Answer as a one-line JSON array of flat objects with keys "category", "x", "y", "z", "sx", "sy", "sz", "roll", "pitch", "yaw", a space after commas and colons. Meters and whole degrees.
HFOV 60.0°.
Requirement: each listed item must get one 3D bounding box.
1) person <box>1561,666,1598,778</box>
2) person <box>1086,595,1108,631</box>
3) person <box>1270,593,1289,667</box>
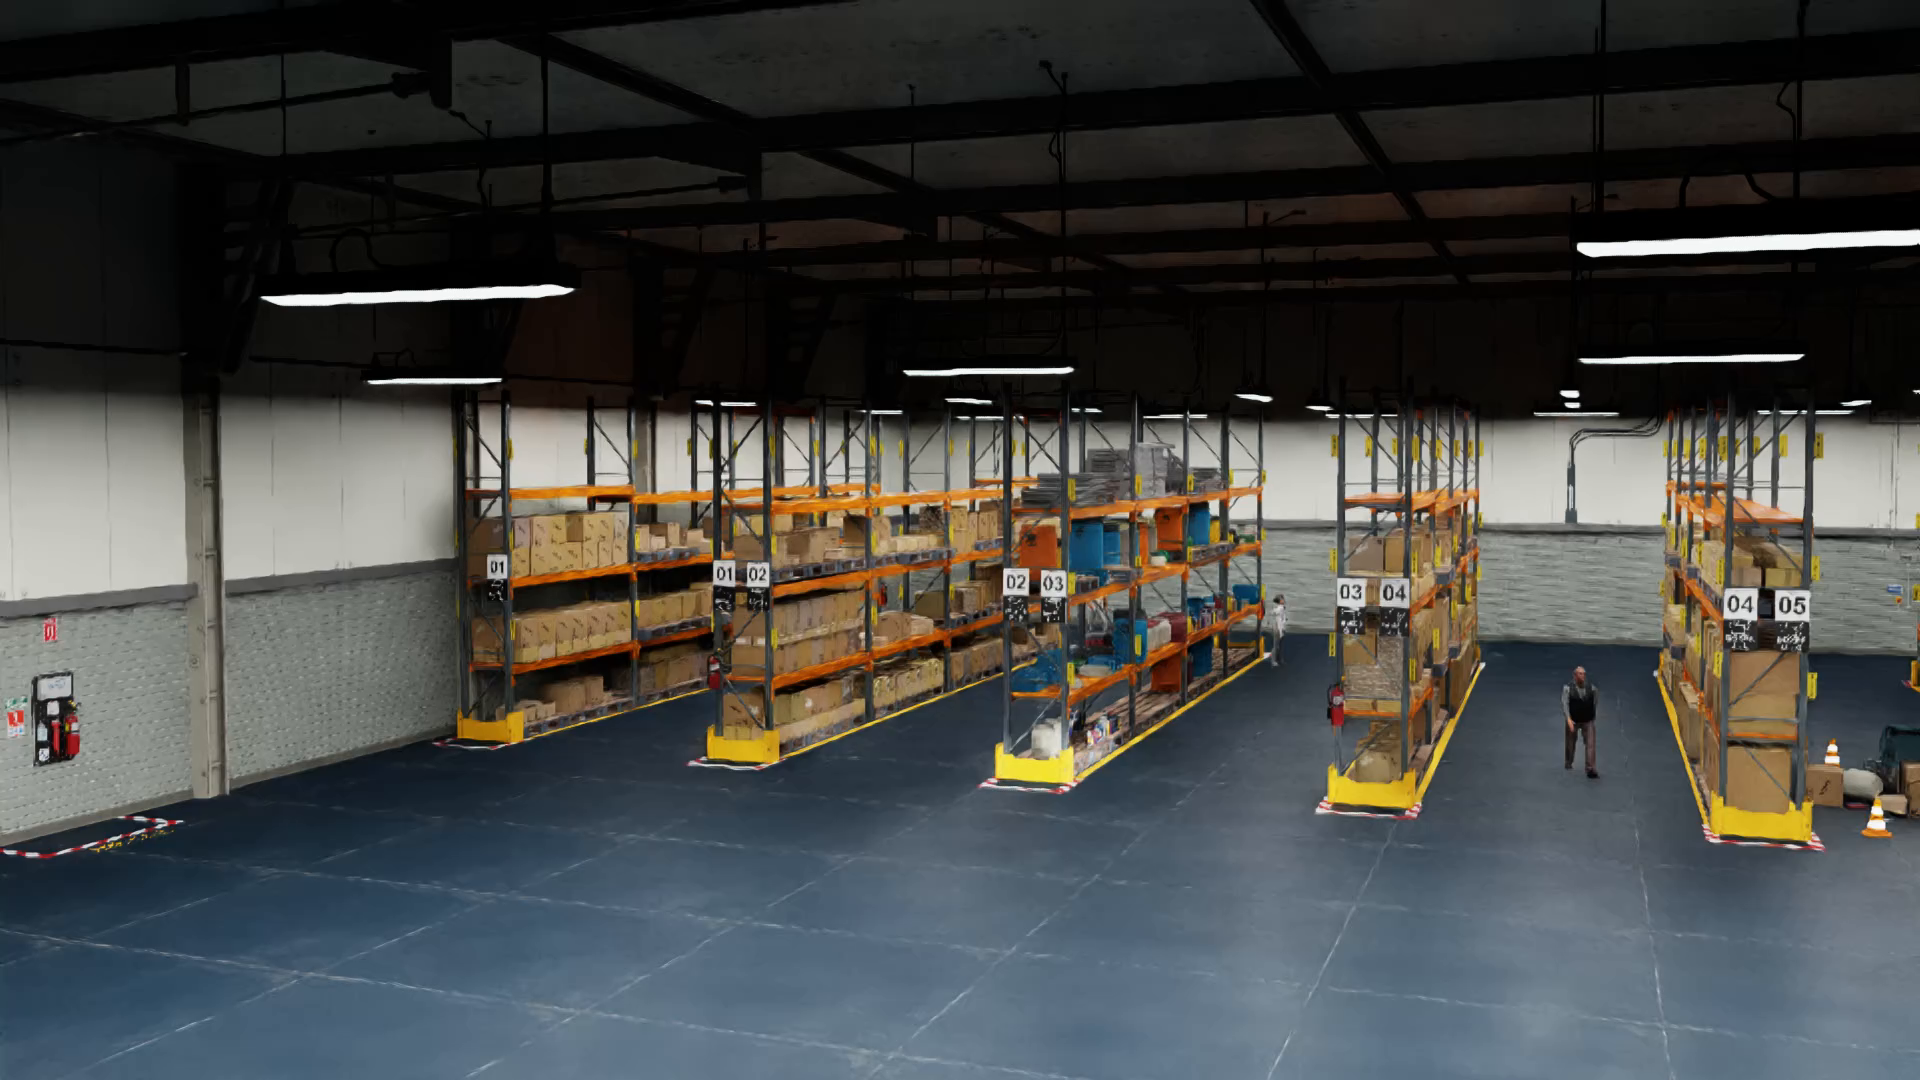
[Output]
[{"category": "person", "x": 9.475, "y": 2.759, "z": 25.453, "sx": 0.538, "sy": 1.664, "sz": 1.029, "roll": 1, "pitch": 3, "yaw": 12}, {"category": "person", "x": 3.609, "y": 1.801, "z": 43.548, "sx": 0.661, "sy": 1.599, "sz": 0.805, "roll": 0, "pitch": 3, "yaw": 3}, {"category": "person", "x": 7.315, "y": 2.051, "z": 38.071, "sx": 0.364, "sy": 1.684, "sz": 0.605, "roll": 1, "pitch": 3, "yaw": 21}]
